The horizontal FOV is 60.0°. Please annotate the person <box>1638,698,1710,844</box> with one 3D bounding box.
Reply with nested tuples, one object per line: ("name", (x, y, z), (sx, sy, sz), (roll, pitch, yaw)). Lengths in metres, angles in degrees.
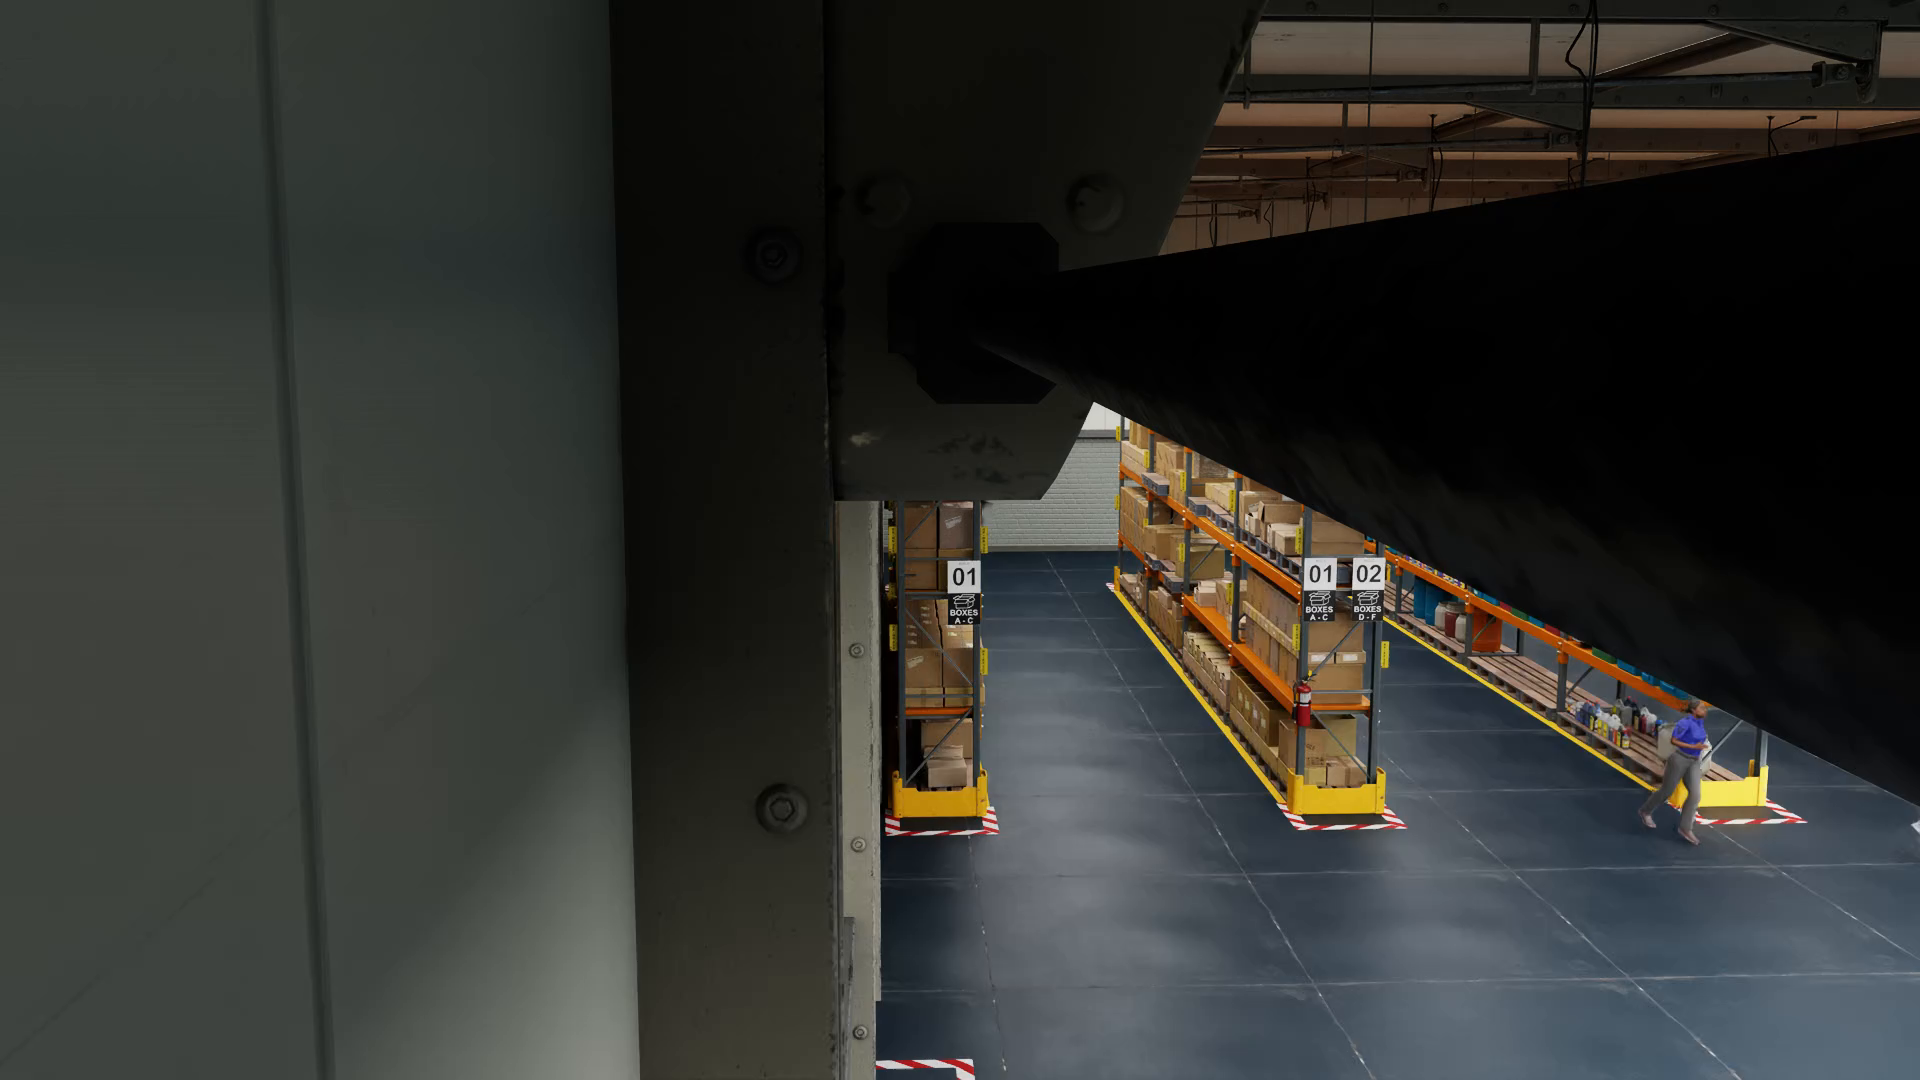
("person", (8.625, 2.690, 19.802), (0.614, 1.655, 0.830), (-4, 9, -26))
